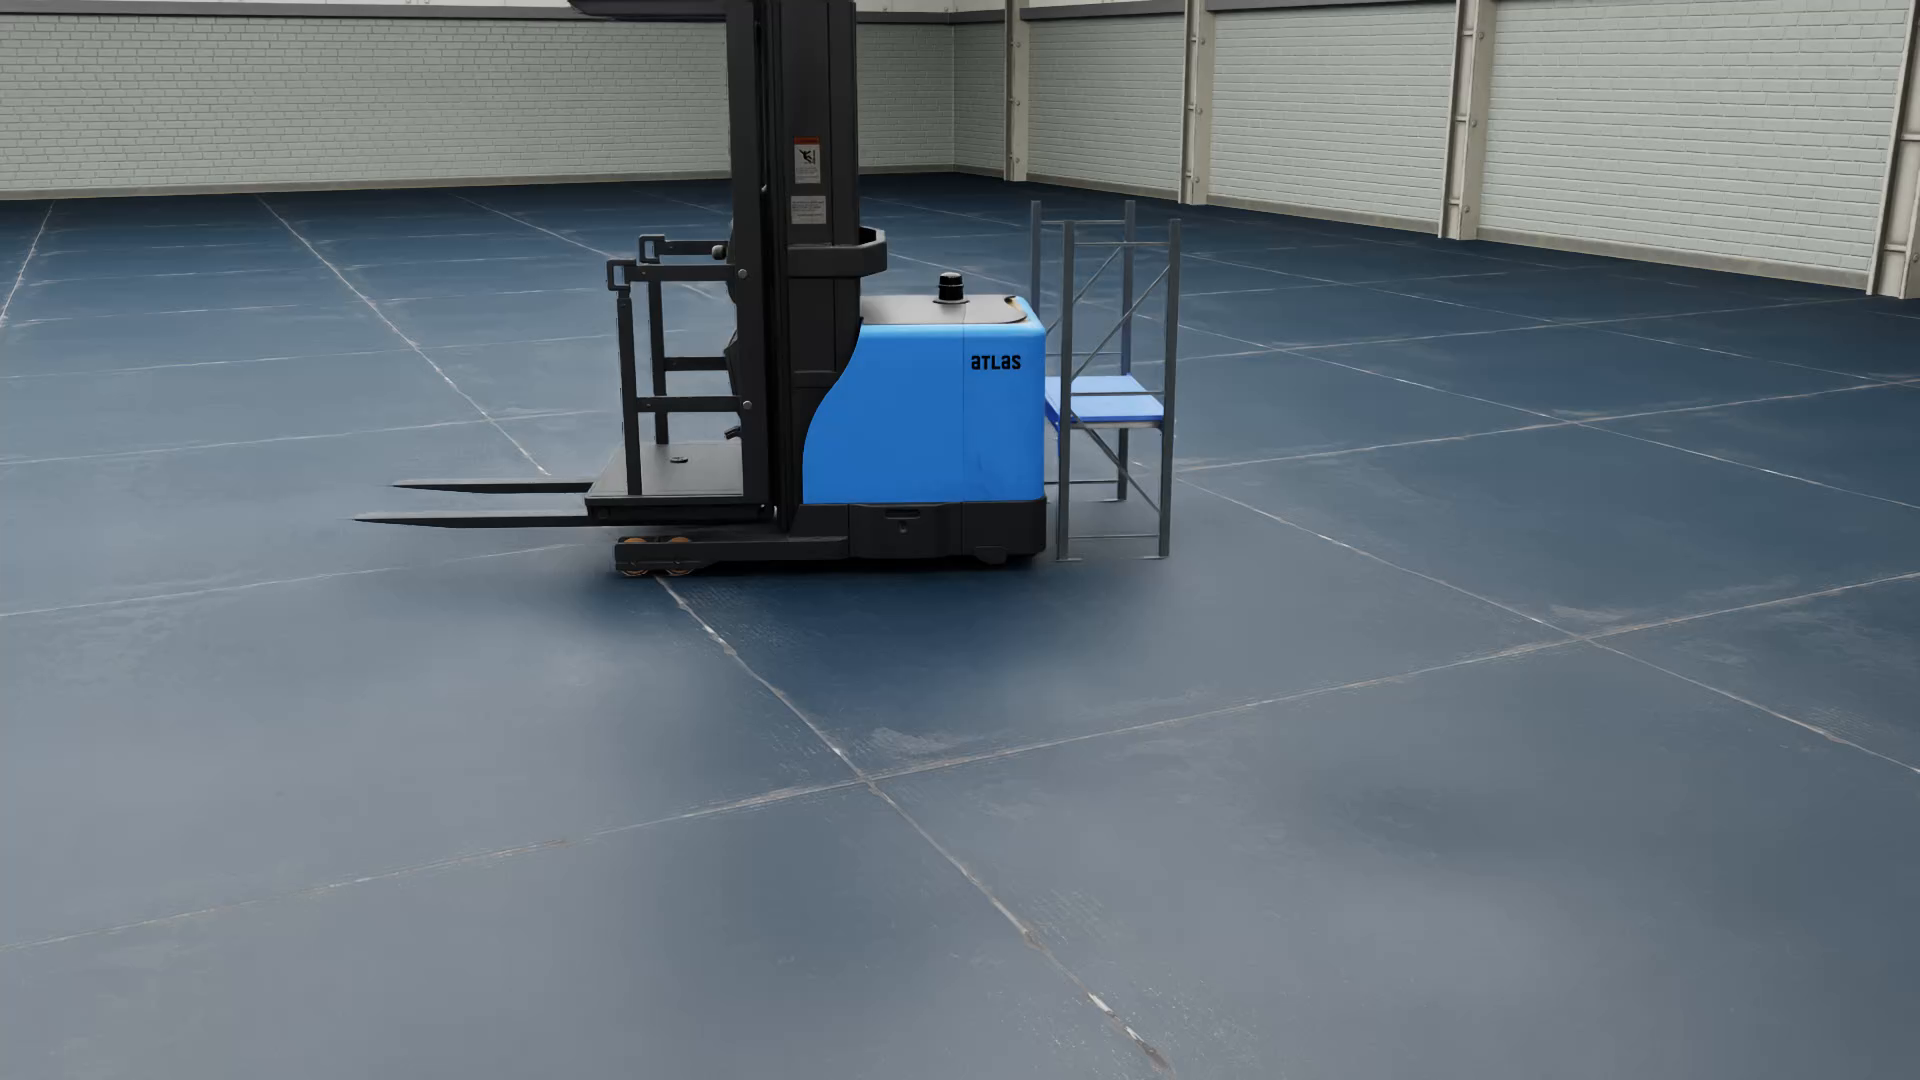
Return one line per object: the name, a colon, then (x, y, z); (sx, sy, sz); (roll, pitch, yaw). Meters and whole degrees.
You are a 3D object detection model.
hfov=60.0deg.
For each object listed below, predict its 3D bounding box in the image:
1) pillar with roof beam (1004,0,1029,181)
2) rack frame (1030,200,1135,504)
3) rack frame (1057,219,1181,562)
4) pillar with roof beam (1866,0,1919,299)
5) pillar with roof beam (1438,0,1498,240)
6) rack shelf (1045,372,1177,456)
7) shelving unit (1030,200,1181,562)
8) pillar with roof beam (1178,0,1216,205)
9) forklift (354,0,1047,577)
pillar with roof beam: (-2.818, -10.605, 28.390); (9.100, 9.000, 0.400); (-8, 18, -25)
rack frame: (0.593, -0.912, 8.210); (0.500, 1.500, 0.032); (-1, 16, -5)
rack frame: (0.686, -0.633, 7.237); (0.500, 1.500, 0.032); (-1, 16, -5)
pillar with roof beam: (5.067, -6.141, 12.837); (9.100, 9.000, 0.400); (-8, 18, -25)
pillar with roof beam: (2.439, -7.629, 18.022); (9.100, 9.000, 0.400); (-8, 18, -25)
rack shelf: (0.640, -0.600, 7.773); (0.538, 0.185, 1.000); (-1, 16, -5)
shelving unit: (0.640, -0.772, 7.723); (0.538, 1.500, 1.048); (-1, 16, -5)
pillar with roof beam: (-0.190, -9.117, 23.206); (9.100, 9.000, 0.400); (-8, 18, -25)
forklift: (-1.155, -1.399, 7.314); (3.031, 2.935, 1.130); (-1, 16, -3)
